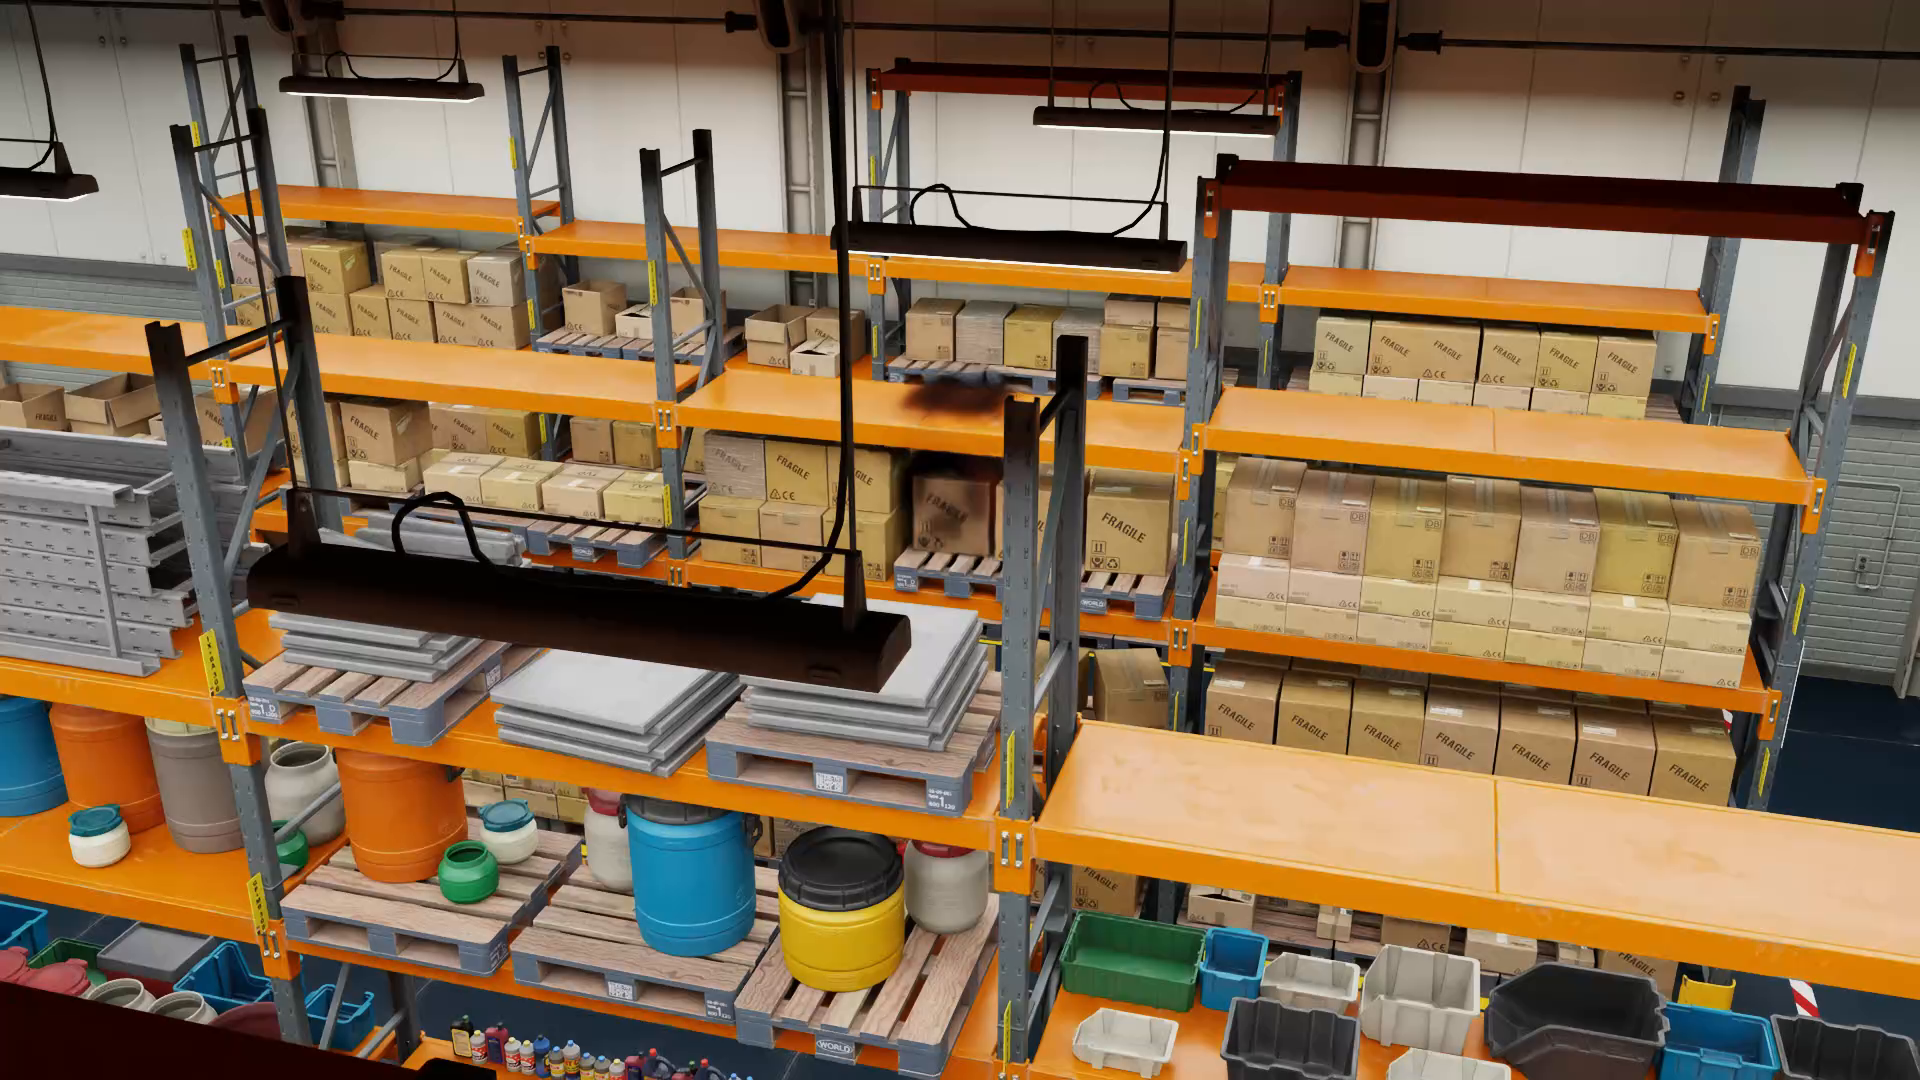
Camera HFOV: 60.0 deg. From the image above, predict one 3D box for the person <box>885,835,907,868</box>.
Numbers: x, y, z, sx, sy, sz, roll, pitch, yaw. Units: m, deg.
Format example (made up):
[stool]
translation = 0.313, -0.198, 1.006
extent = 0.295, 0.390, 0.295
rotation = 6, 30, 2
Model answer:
[person]
translation = -0.596, 2.695, 11.866
extent = 1.019, 1.675, 0.614
rotation = 9, 24, 21
